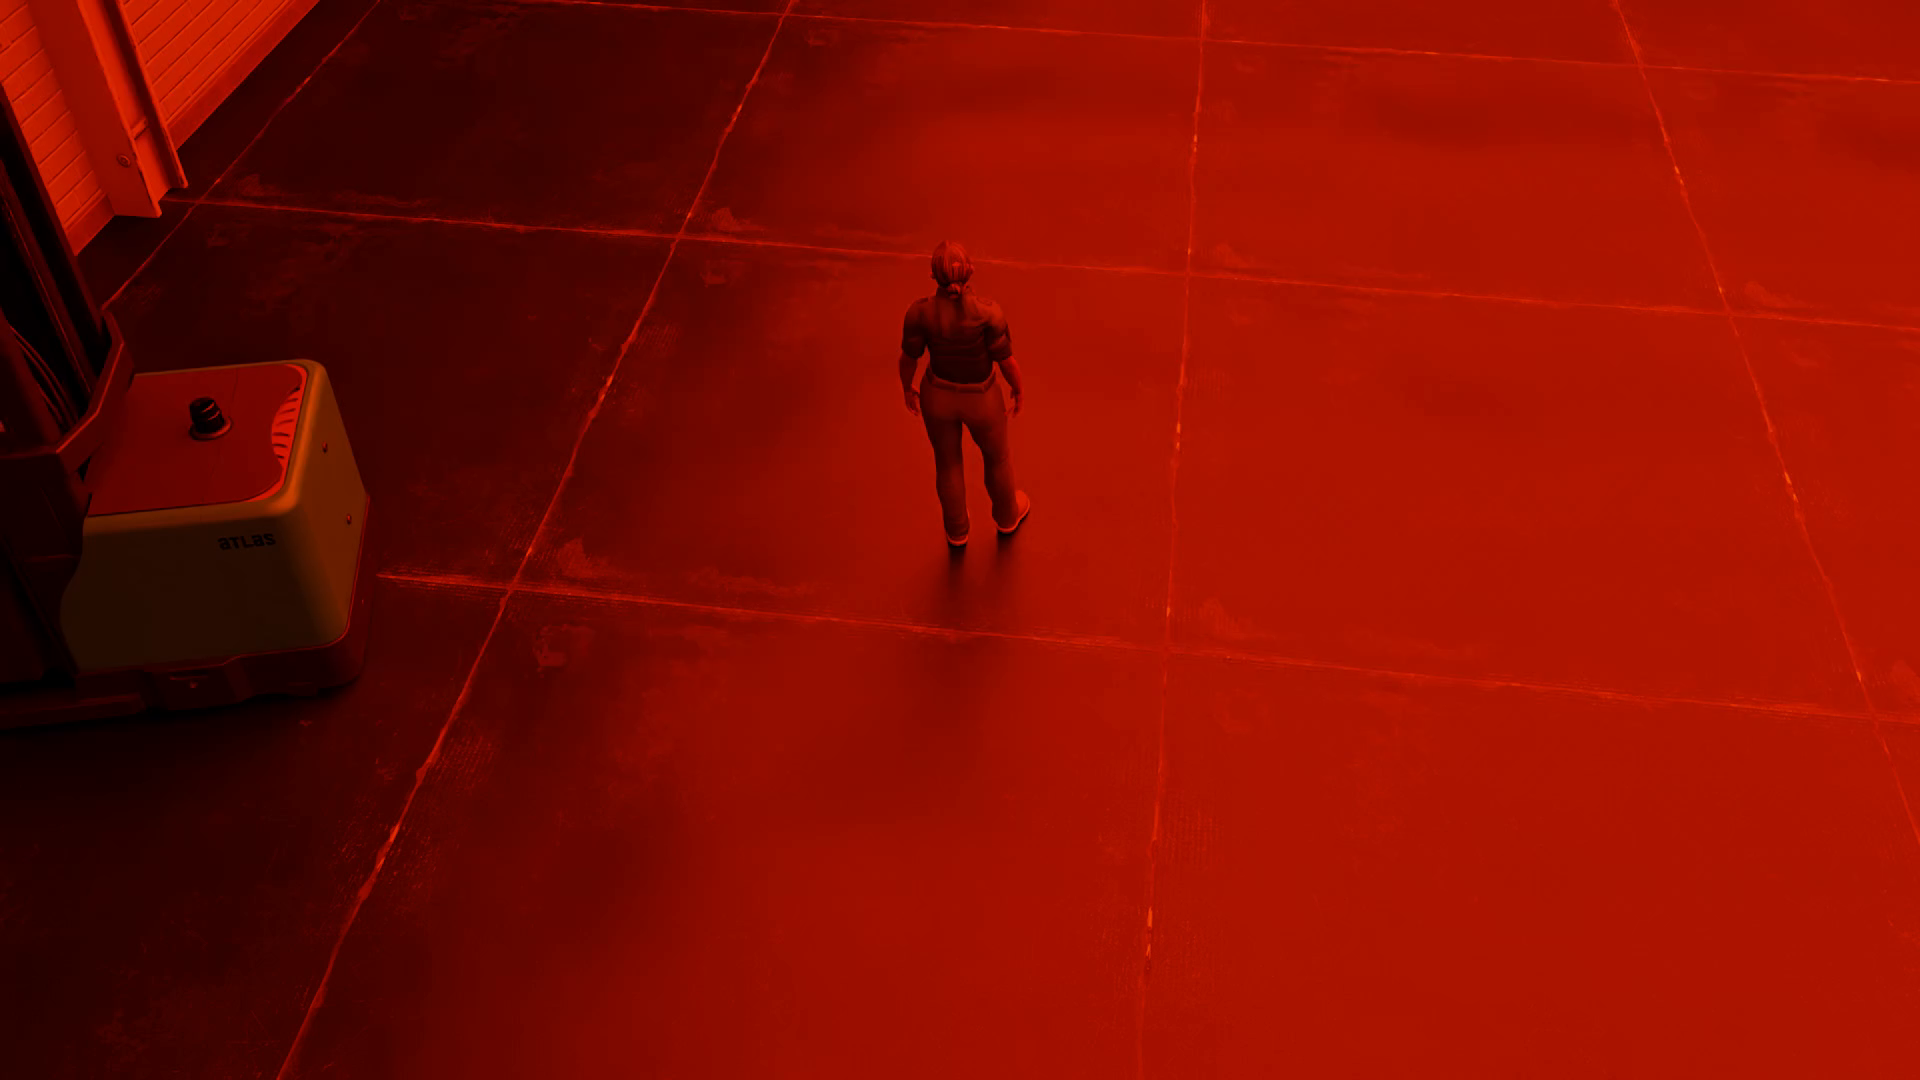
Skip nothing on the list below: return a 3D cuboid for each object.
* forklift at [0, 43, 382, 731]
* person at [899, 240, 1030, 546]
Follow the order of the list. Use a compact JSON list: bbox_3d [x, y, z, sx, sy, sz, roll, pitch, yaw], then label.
[{"bbox_3d":[-4.145,-0.604,6.382,3.031,2.935,1.130,-6,43,-7],"label":"forklift"},{"bbox_3d":[0.031,-0.672,7.389,0.570,1.656,0.503,5,43,6],"label":"person"}]
